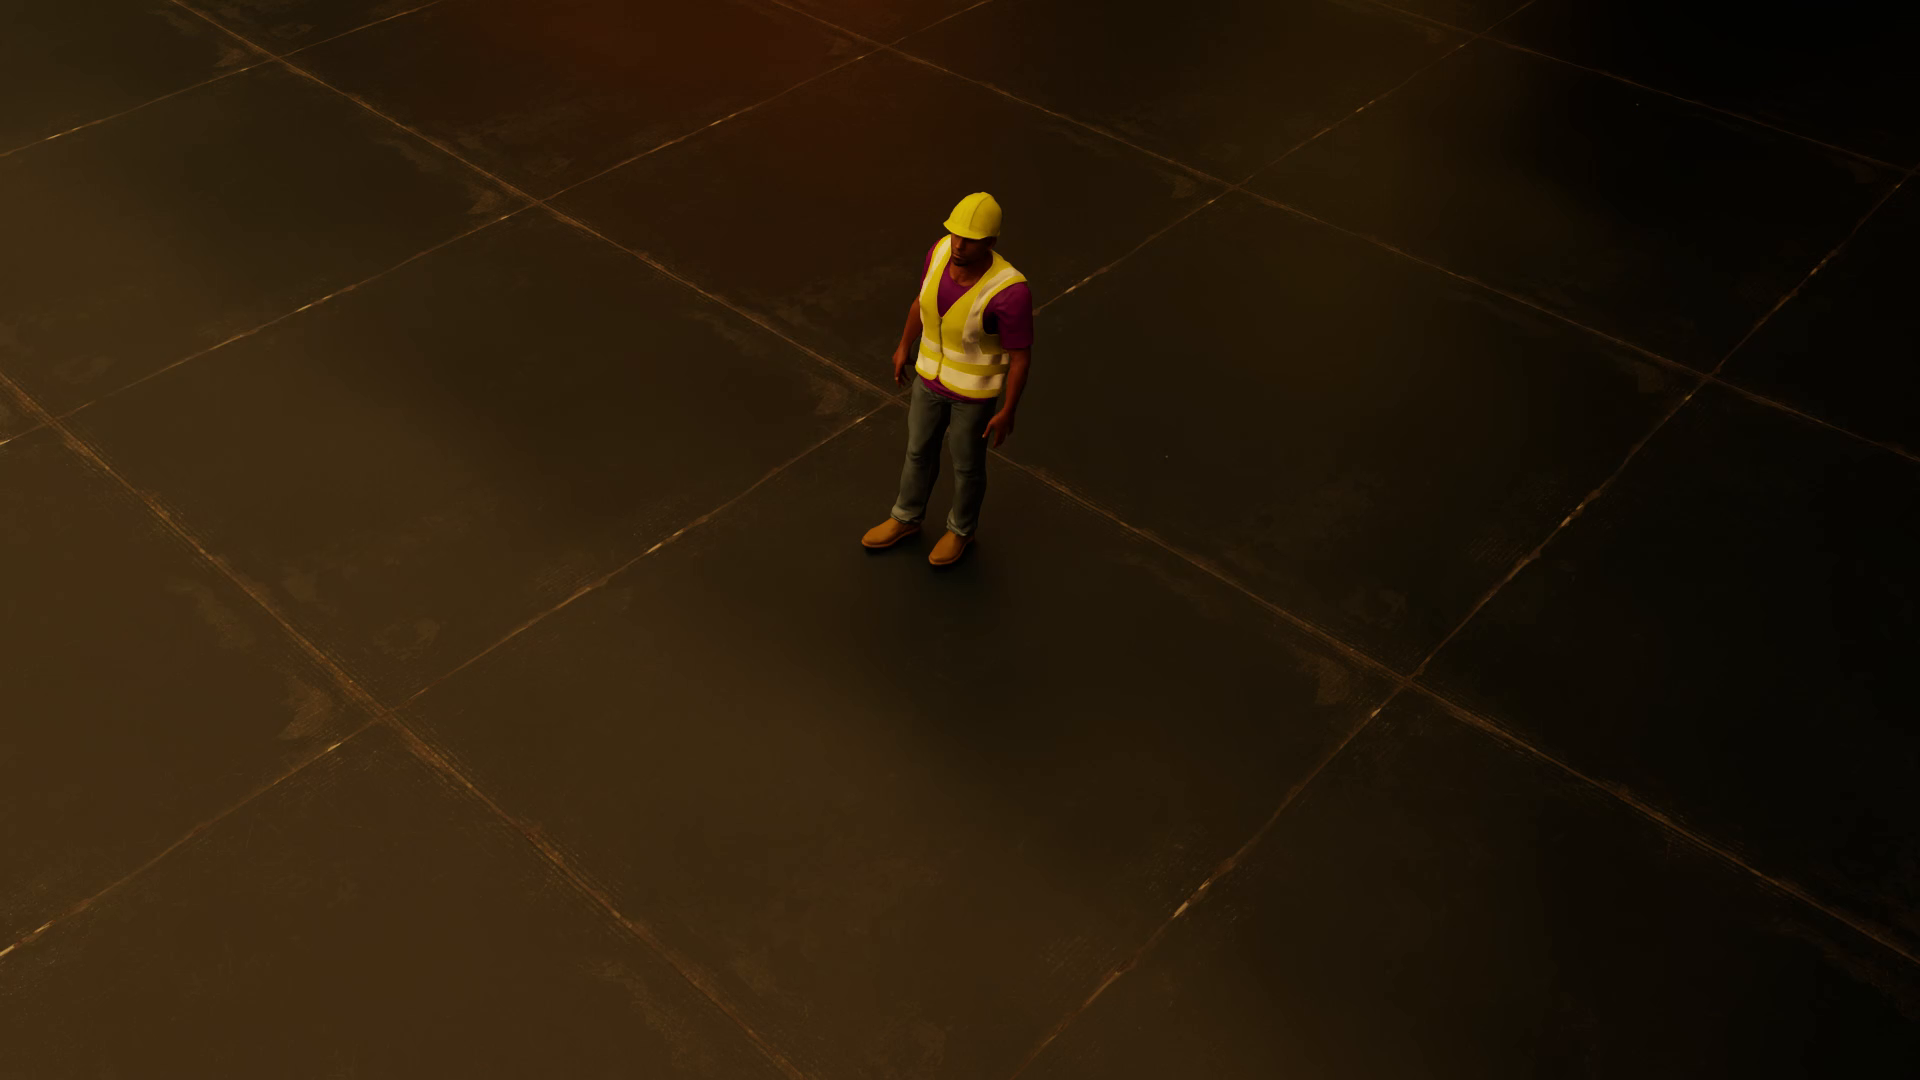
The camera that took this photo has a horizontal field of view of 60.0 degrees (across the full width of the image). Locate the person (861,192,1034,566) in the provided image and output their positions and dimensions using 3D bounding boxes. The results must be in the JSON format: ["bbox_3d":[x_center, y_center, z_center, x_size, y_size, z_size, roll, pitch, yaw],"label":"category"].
[{"bbox_3d":[-0.051,-0.646,7.064,0.665,1.765,0.577,31,49,31],"label":"person"}]
